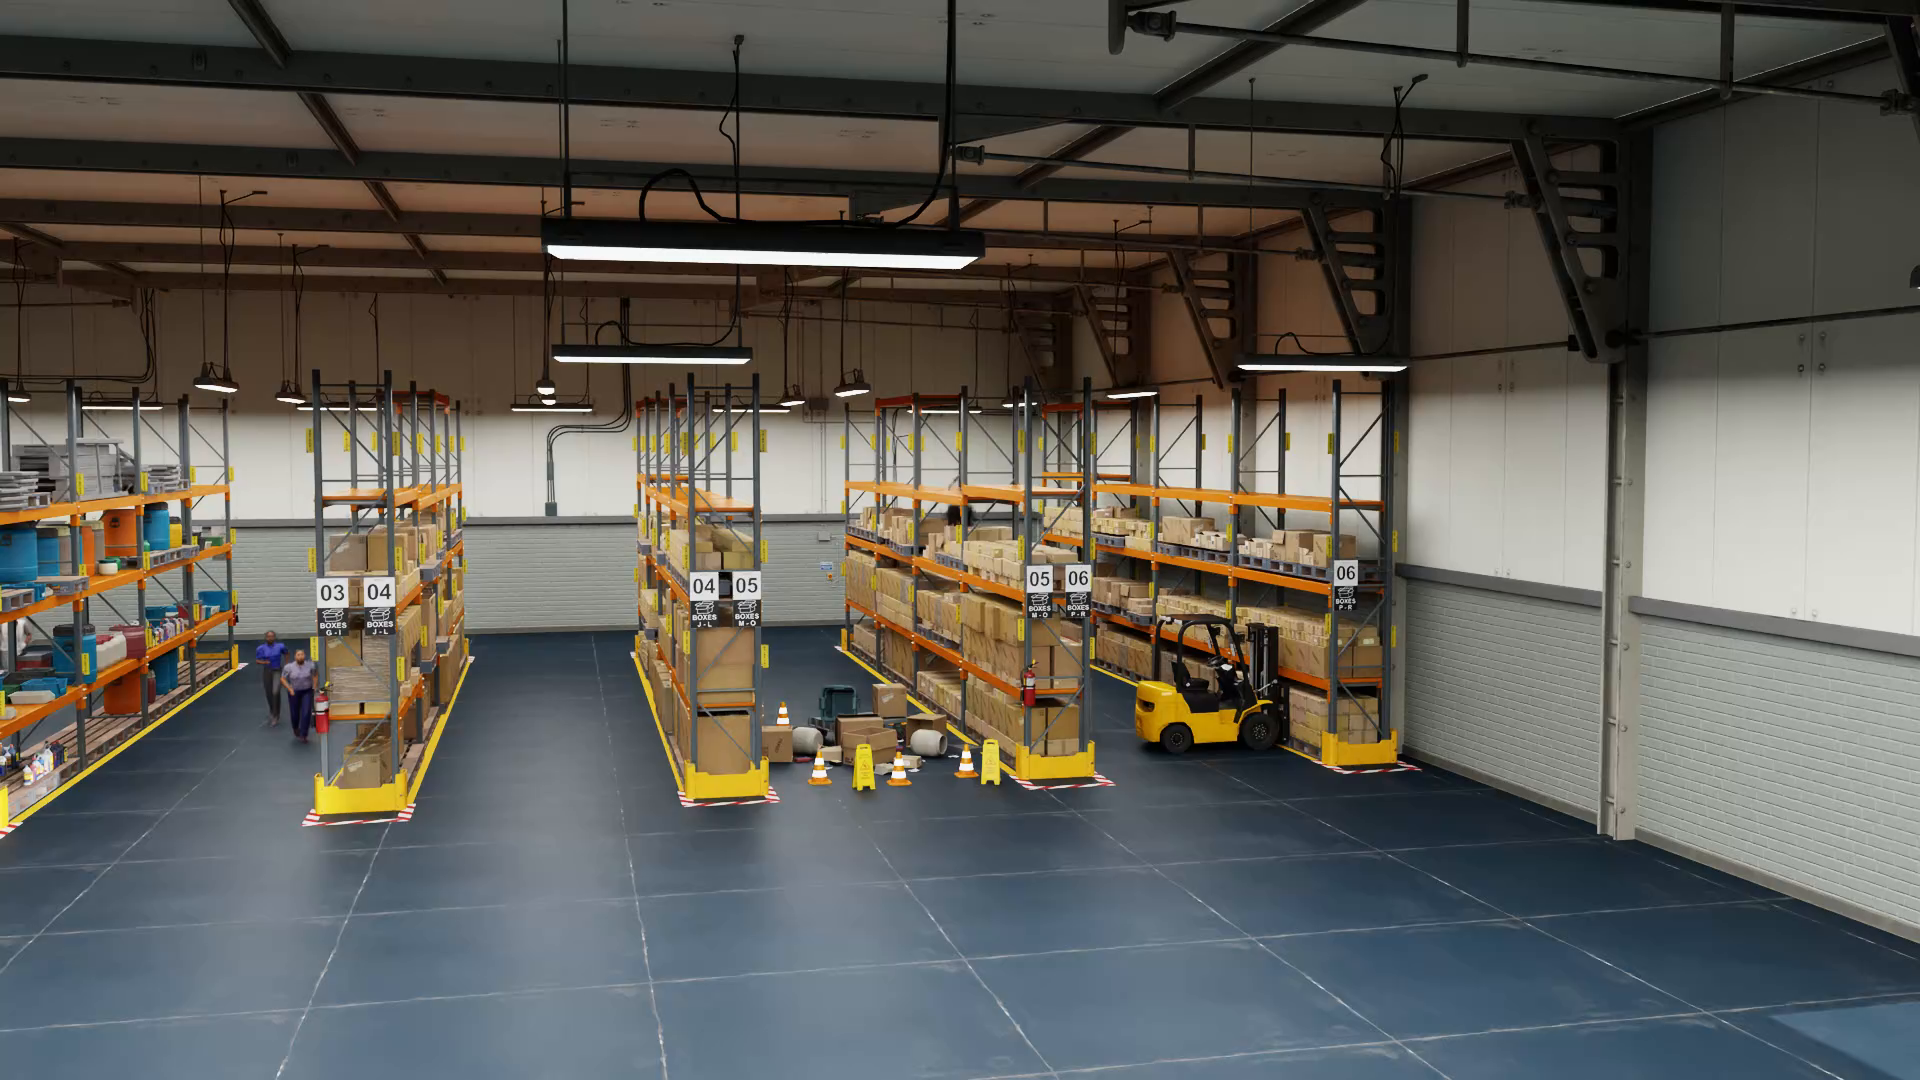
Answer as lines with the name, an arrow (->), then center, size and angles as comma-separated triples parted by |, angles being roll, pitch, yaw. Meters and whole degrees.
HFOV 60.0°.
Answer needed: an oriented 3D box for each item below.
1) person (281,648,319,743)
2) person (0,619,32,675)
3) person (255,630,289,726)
person -> -11.119, 2.610, 28.025 | 0.606, 1.582, 0.639 | -1, 4, -23
person -> -19.073, 2.220, 33.477 | 0.686, 1.707, 0.700 | -2, 4, -31
person -> -12.310, 2.463, 29.767 | 0.521, 1.701, 0.848 | -1, 3, -12
